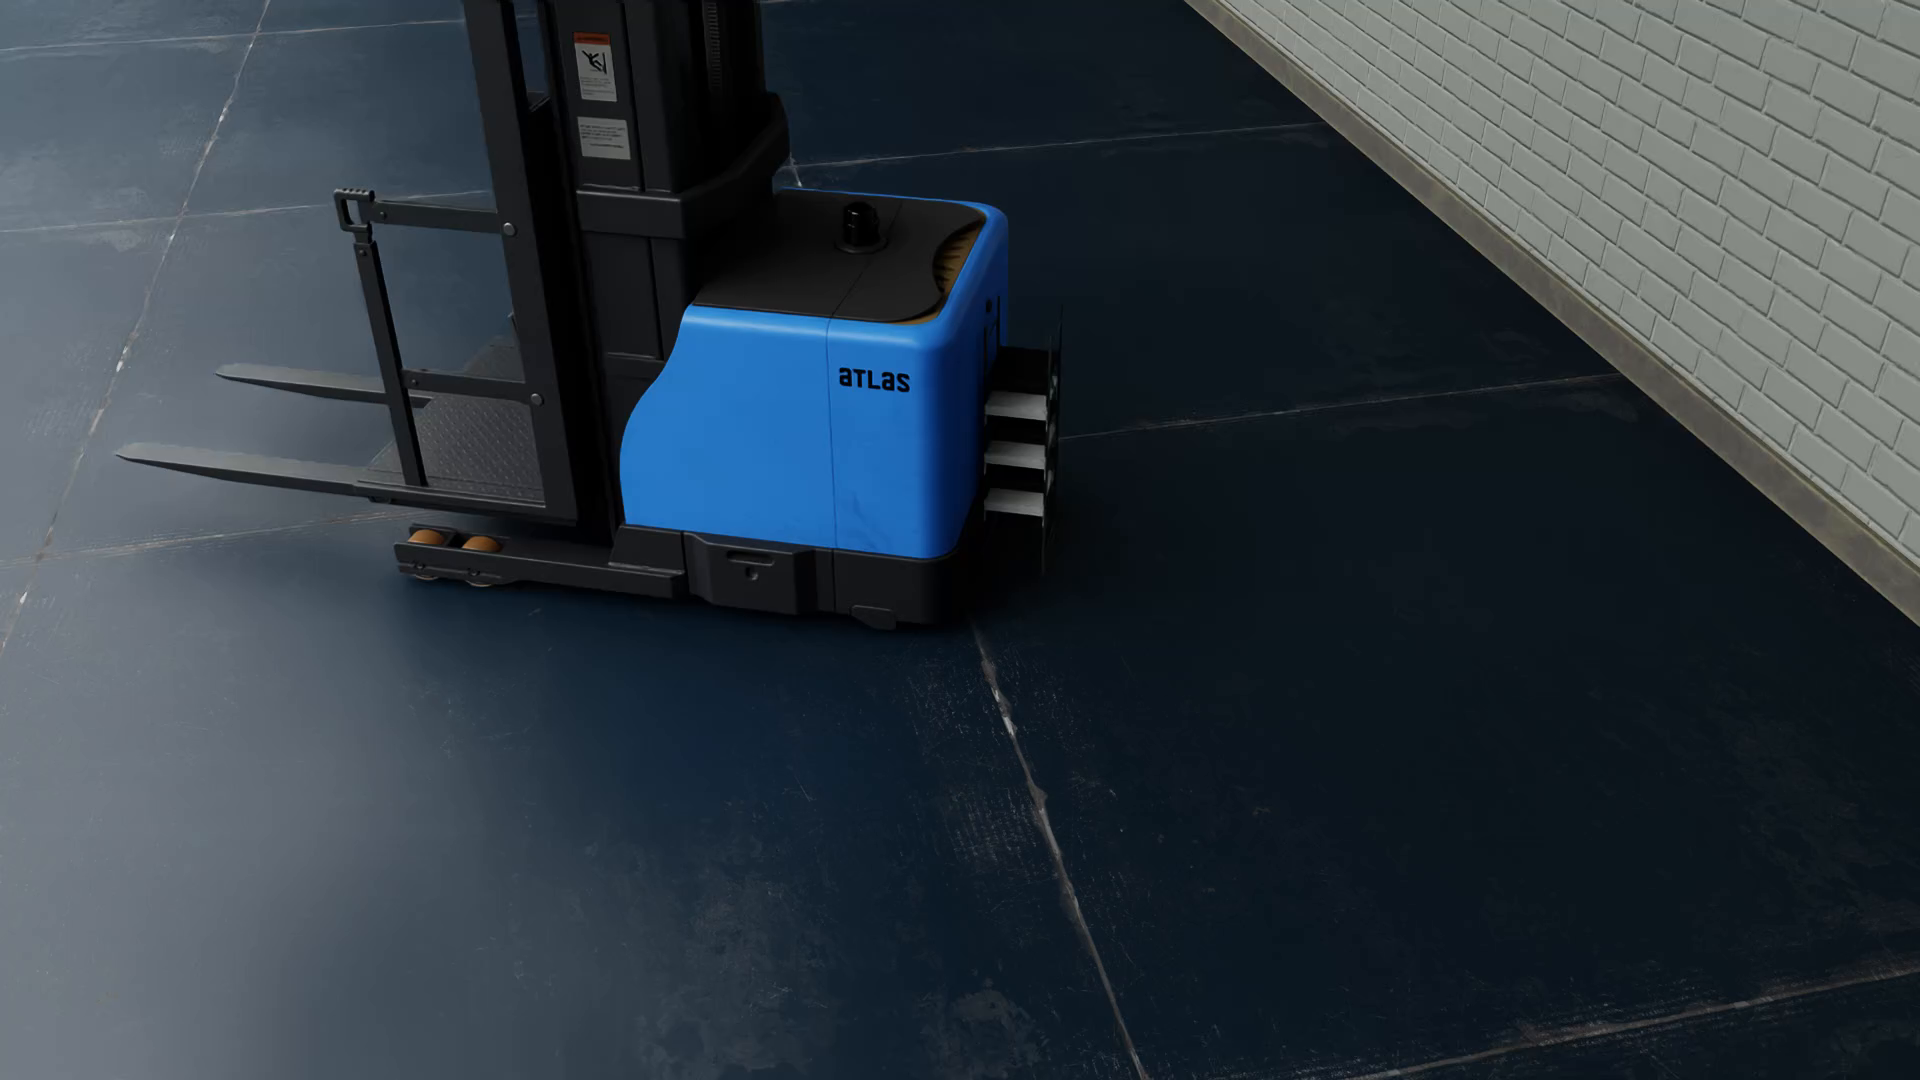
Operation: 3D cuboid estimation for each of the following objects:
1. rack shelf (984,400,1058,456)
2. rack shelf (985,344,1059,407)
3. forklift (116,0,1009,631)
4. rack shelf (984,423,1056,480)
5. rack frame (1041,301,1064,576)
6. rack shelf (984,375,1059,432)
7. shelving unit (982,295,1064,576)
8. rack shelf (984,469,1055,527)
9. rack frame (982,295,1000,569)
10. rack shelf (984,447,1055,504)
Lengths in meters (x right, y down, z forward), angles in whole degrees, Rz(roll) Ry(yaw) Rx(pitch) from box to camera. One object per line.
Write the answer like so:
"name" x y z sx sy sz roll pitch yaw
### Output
"rack shelf" 0.201 -0.377 5.403 0.200 0.077 0.258 7 34 10
"rack shelf" 0.201 -0.527 5.302 0.200 0.077 0.258 7 34 10
"forklift" -1.397 -1.340 5.117 3.031 2.935 1.130 7 34 10
"rack shelf" 0.201 -0.302 5.453 0.200 0.077 0.258 7 34 10
"rack frame" 0.300 -0.319 5.417 0.006 0.900 0.240 7 34 10
"rack shelf" 0.201 -0.452 5.353 0.200 0.077 0.258 7 34 10
"shelving unit" 0.201 -0.330 5.434 0.210 0.900 0.258 7 34 10
"rack shelf" 0.201 -0.153 5.553 0.200 0.077 0.258 7 34 10
"rack frame" 0.101 -0.342 5.452 0.006 0.900 0.240 7 34 10
"rack shelf" 0.201 -0.228 5.503 0.200 0.077 0.258 7 34 10
